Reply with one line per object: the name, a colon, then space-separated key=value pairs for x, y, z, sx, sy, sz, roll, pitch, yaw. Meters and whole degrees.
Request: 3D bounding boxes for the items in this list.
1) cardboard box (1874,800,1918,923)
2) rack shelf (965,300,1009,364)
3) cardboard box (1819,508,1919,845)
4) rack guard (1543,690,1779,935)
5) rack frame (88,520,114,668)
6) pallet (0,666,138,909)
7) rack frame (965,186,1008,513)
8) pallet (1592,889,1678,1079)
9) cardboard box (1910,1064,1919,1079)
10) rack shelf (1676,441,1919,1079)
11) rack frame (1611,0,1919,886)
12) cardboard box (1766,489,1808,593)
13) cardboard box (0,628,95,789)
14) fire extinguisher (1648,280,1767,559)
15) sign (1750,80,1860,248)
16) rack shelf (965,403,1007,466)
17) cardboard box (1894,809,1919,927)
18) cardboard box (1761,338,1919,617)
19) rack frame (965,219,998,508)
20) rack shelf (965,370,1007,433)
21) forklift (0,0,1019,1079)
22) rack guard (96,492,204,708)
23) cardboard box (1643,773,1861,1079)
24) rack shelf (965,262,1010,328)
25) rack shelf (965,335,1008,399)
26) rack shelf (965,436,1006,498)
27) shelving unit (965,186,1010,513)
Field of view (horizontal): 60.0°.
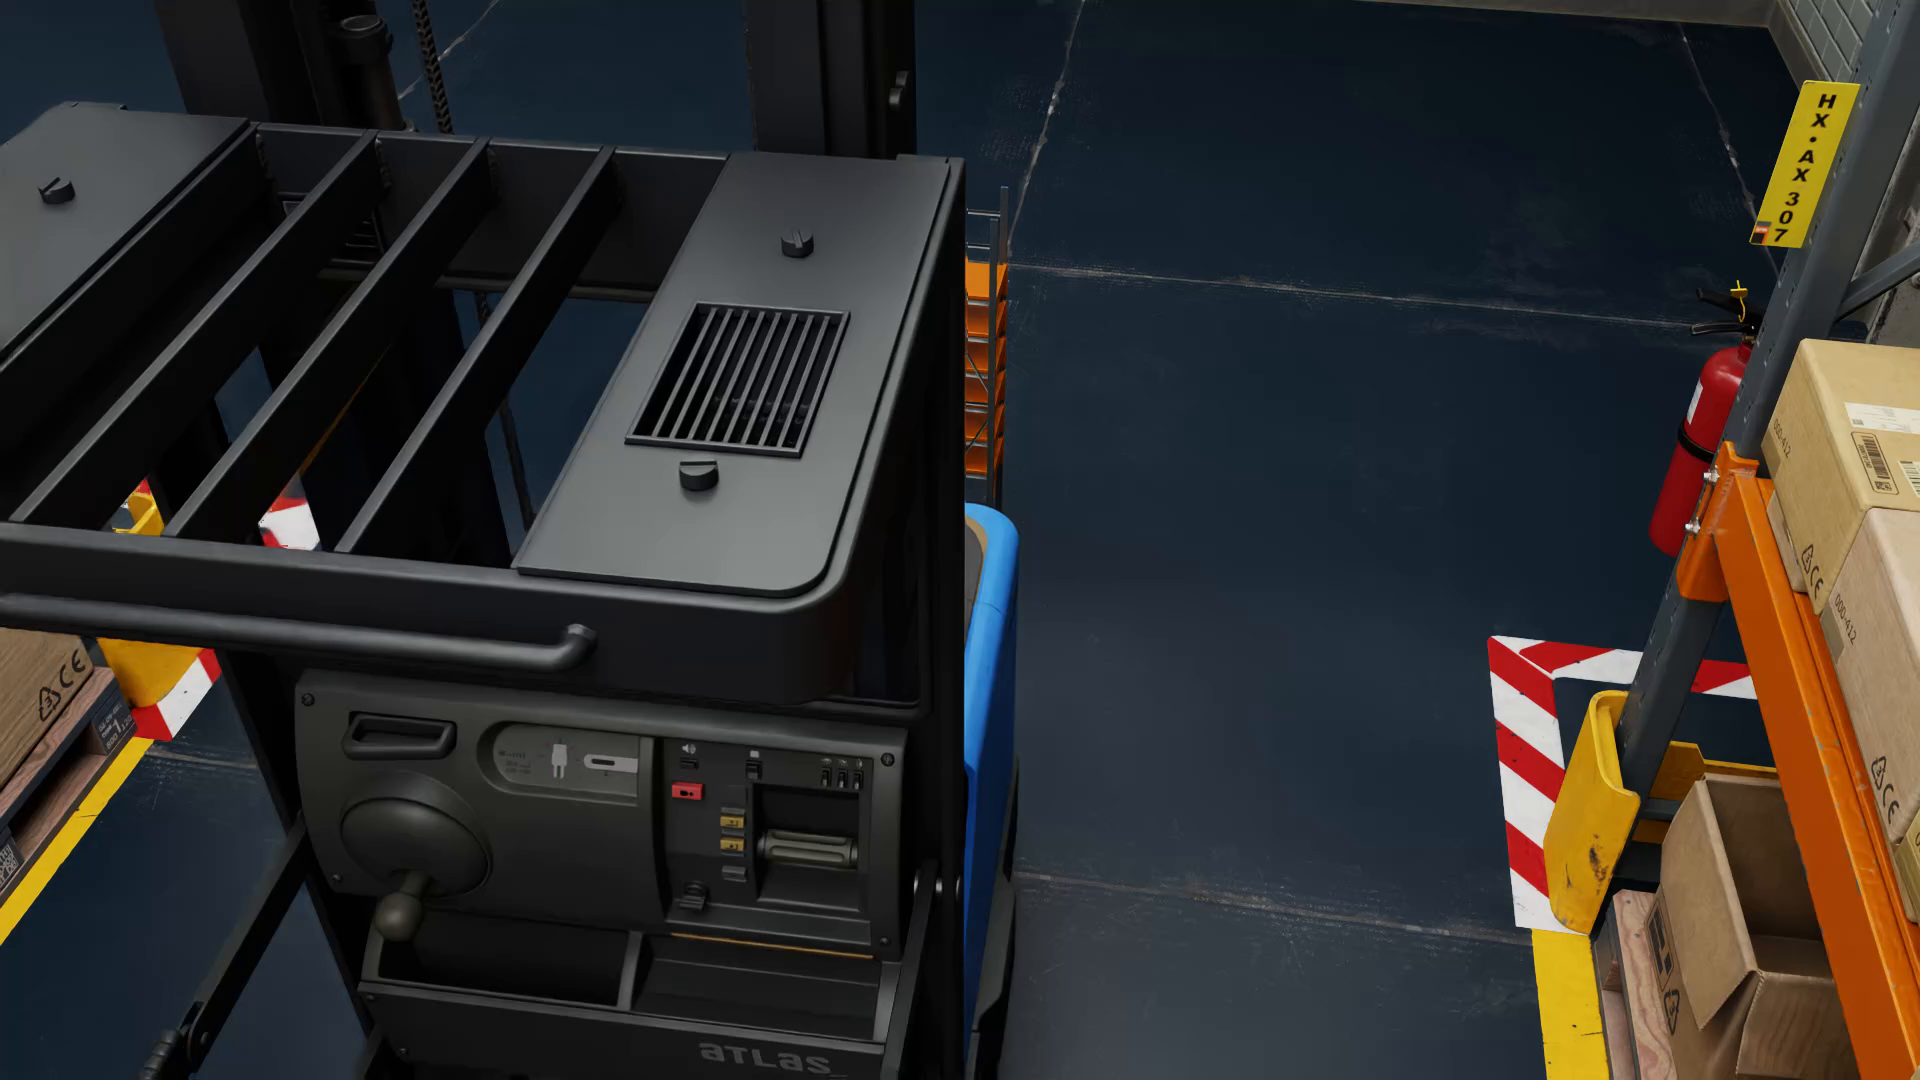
cardboard box: x=1.639 y=0.469 z=2.526 sx=0.380 sy=0.149 sz=0.250 roll=8 pitch=40 yaw=9
rack shelf: x=-0.002 y=-0.604 z=4.732 sx=0.258 sy=0.103 sz=0.180 roll=6 pitch=40 yaw=8
cardboard box: x=1.649 y=0.226 z=2.507 sx=0.500 sy=0.250 sz=0.500 roll=7 pitch=40 yaw=8
rack guard: x=2.067 y=0.722 z=3.984 sx=1.175 sy=0.500 sz=0.348 roll=6 pitch=40 yaw=8
rack frame: x=-2.810 y=-0.834 z=3.905 sx=1.000 sy=3.000 sz=0.127 roll=6 pitch=40 yaw=8
pallet: x=-2.871 y=0.751 z=4.176 sx=1.003 sy=0.211 sz=1.213 roll=6 pitch=40 yaw=8
rack frame: x=0.013 y=-0.511 z=4.926 sx=0.240 sy=1.200 sz=0.006 roll=6 pitch=40 yaw=8
pallet: x=1.930 y=1.334 z=3.471 sx=1.003 sy=0.211 sz=1.213 roll=6 pitch=40 yaw=8
cardboard box: x=1.481 y=0.787 z=2.141 sx=0.380 sy=0.149 sz=0.250 roll=5 pitch=40 yaw=6
rack shelf: x=1.734 y=1.243 z=1.957 sx=1.077 sy=0.370 sz=4.000 roll=6 pitch=40 yaw=8
rack frame: x=2.080 y=-0.289 z=3.246 sx=1.000 sy=3.000 sz=0.127 roll=6 pitch=40 yaw=8
cardboard box: x=1.753 y=-0.016 z=3.113 sx=0.380 sy=0.149 sz=0.250 roll=6 pitch=40 yaw=7
cardboard box: x=-2.825 y=0.417 z=4.073 sx=0.875 sy=0.438 sz=0.875 roll=5 pitch=40 yaw=6
fire extinguisher: x=1.650 y=-0.259 z=3.562 sx=0.296 sy=0.674 sz=0.183 roll=6 pitch=40 yaw=8
sign: x=1.545 y=-0.682 z=3.042 sx=0.100 sy=0.325 sz=0.005 roll=6 pitch=40 yaw=8
rack shelf: x=-0.003 y=-0.327 z=4.961 sx=0.258 sy=0.103 sz=0.180 roll=6 pitch=40 yaw=8
cardboard box: x=1.564 y=0.544 z=2.122 sx=0.500 sy=0.250 sz=0.500 roll=6 pitch=40 yaw=7
cardboard box: x=1.736 y=-0.091 z=2.890 sx=0.500 sy=0.250 sz=0.500 roll=7 pitch=40 yaw=8
rack frame: x=-0.018 y=-0.396 z=4.787 sx=0.240 sy=1.200 sz=0.006 roll=6 pitch=40 yaw=8
rack shelf: x=-0.002 y=-0.419 z=4.885 sx=0.258 sy=0.103 sz=0.180 roll=6 pitch=40 yaw=8
forklift: x=-0.571 y=0.509 z=2.334 sx=1.130 sy=2.935 sz=3.031 roll=5 pitch=40 yaw=6
rack guard: x=-2.805 y=0.114 z=4.719 sx=1.175 sy=0.500 sz=0.348 roll=6 pitch=40 yaw=8
cardboard box: x=1.881 y=0.885 z=3.456 sx=0.797 sy=0.503 sz=0.637 roll=5 pitch=40 yaw=6
rack shelf: x=-0.002 y=-0.697 z=4.656 sx=0.258 sy=0.103 sz=0.180 roll=6 pitch=40 yaw=8
rack shelf: x=-0.002 y=-0.512 z=4.809 sx=0.258 sy=0.103 sz=0.180 roll=6 pitch=40 yaw=8
rack shelf: x=-0.003 y=-0.234 z=5.038 sx=0.258 sy=0.103 sz=0.180 roll=6 pitch=40 yaw=8
shelving unit: x=-0.002 y=-0.453 z=4.857 sx=0.258 sy=1.200 sz=0.189 roll=6 pitch=40 yaw=8
